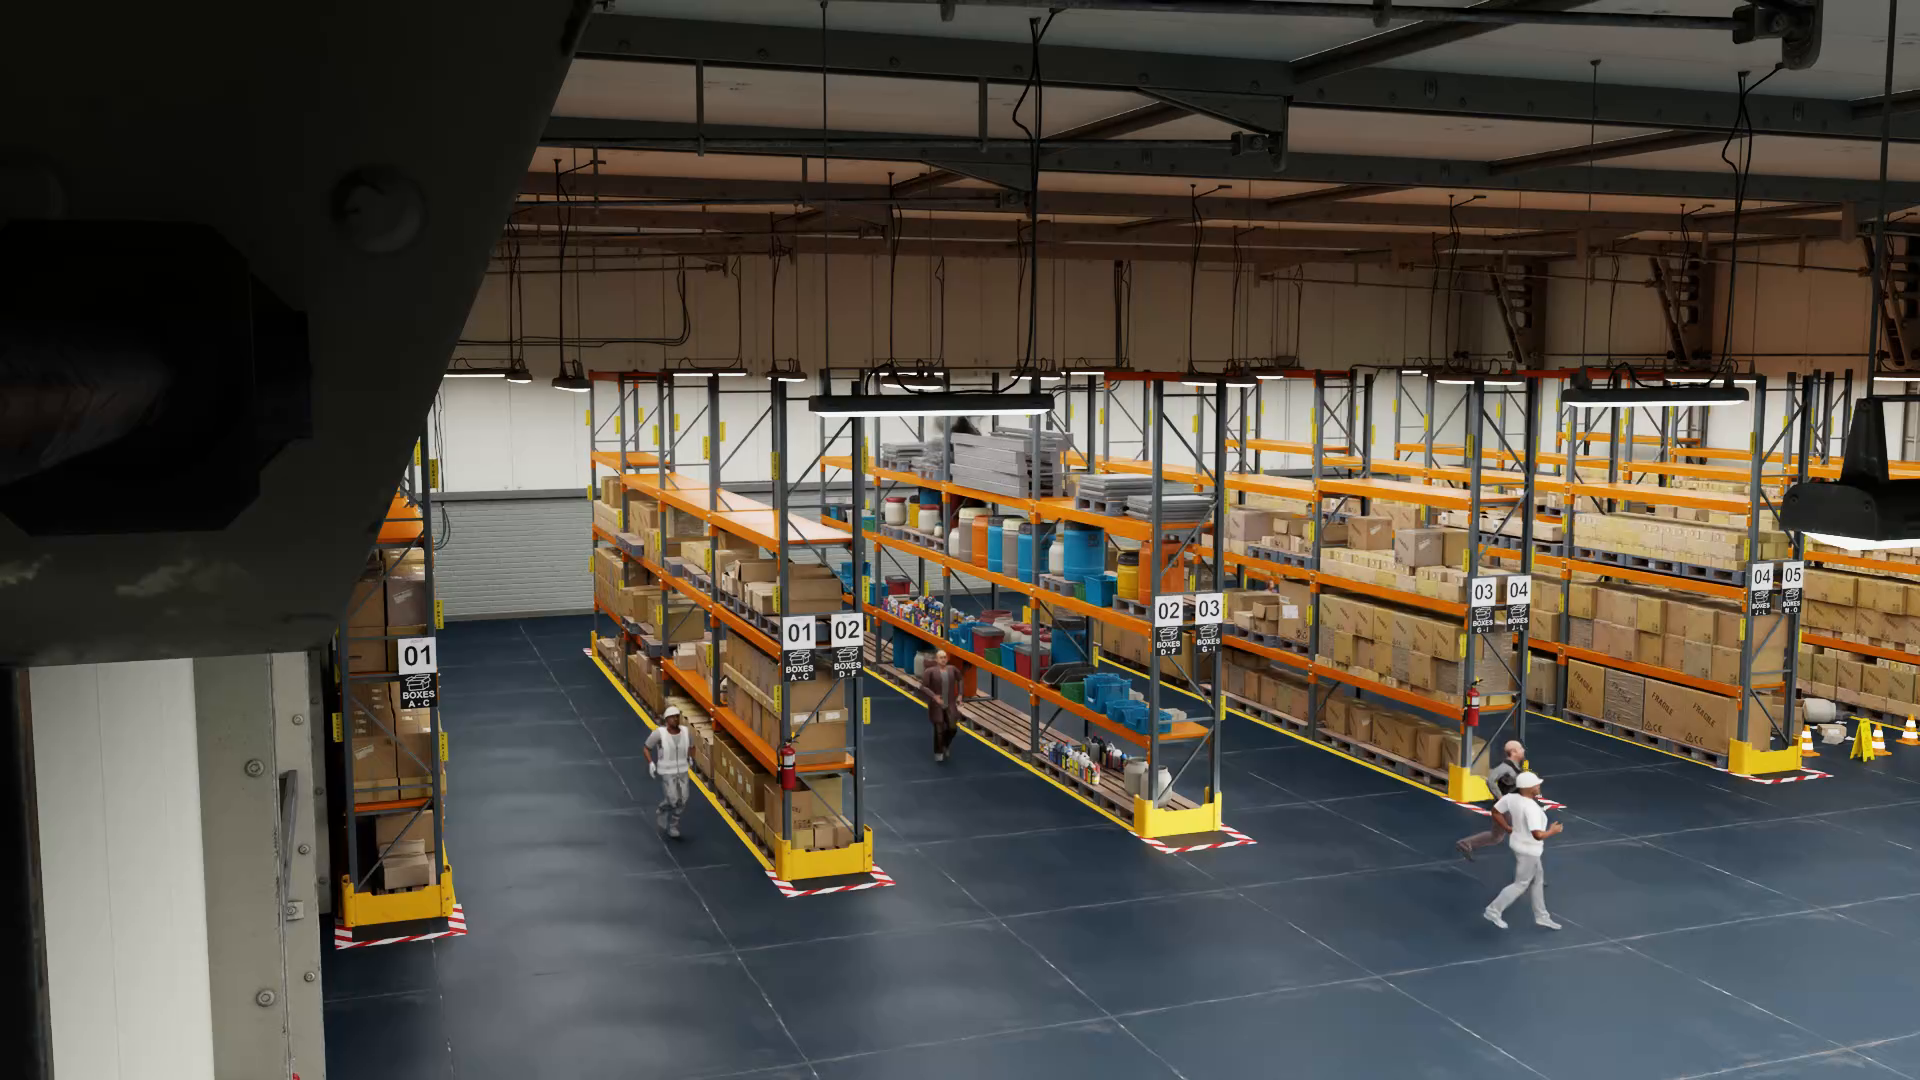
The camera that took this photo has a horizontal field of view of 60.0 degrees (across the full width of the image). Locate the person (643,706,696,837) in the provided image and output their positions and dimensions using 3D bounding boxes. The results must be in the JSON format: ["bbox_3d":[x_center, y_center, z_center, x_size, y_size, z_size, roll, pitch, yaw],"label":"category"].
[{"bbox_3d":[-3.726,3.041,21.723,0.677,1.734,0.584,-4,8,-33],"label":"person"}]

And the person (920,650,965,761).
[{"bbox_3d":[-0.243,2.673,25.789,0.742,1.546,0.641,-2,7,-17],"label":"person"}]

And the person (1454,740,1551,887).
[{"bbox_3d":[6.554,3.263,20.036,1.117,1.747,0.614,2,7,16],"label":"person"}]

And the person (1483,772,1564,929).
[{"bbox_3d":[6.179,3.408,18.145,0.918,1.786,0.692,0,6,-1],"label":"person"}]

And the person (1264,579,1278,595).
[{"bbox_3d":[6.619,1.605,35.567,0.542,1.563,0.587,-2,7,-20],"label":"person"}]
